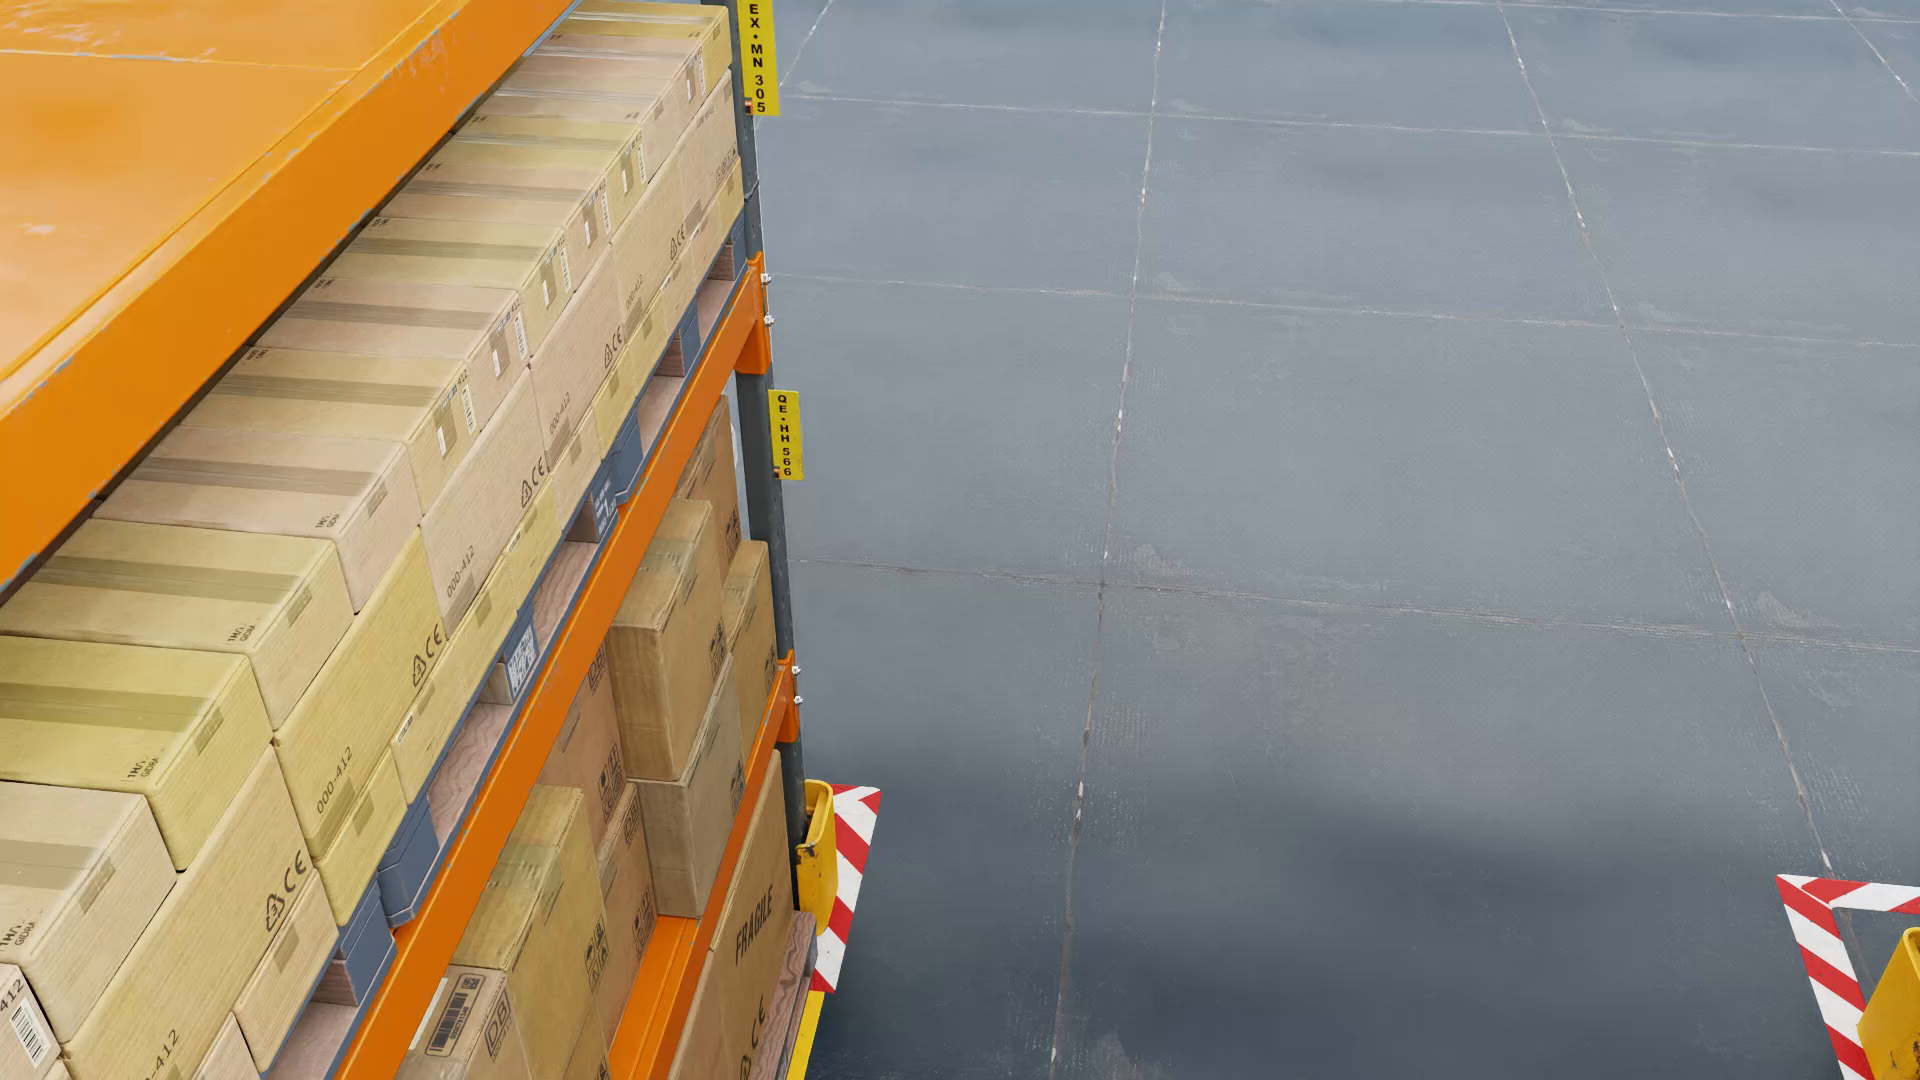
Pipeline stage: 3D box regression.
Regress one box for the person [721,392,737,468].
[{"bbox_3d":[-1.186,-0.297,7.439,0.373,1.662,0.537,2,36,3],"label":"person"}]
